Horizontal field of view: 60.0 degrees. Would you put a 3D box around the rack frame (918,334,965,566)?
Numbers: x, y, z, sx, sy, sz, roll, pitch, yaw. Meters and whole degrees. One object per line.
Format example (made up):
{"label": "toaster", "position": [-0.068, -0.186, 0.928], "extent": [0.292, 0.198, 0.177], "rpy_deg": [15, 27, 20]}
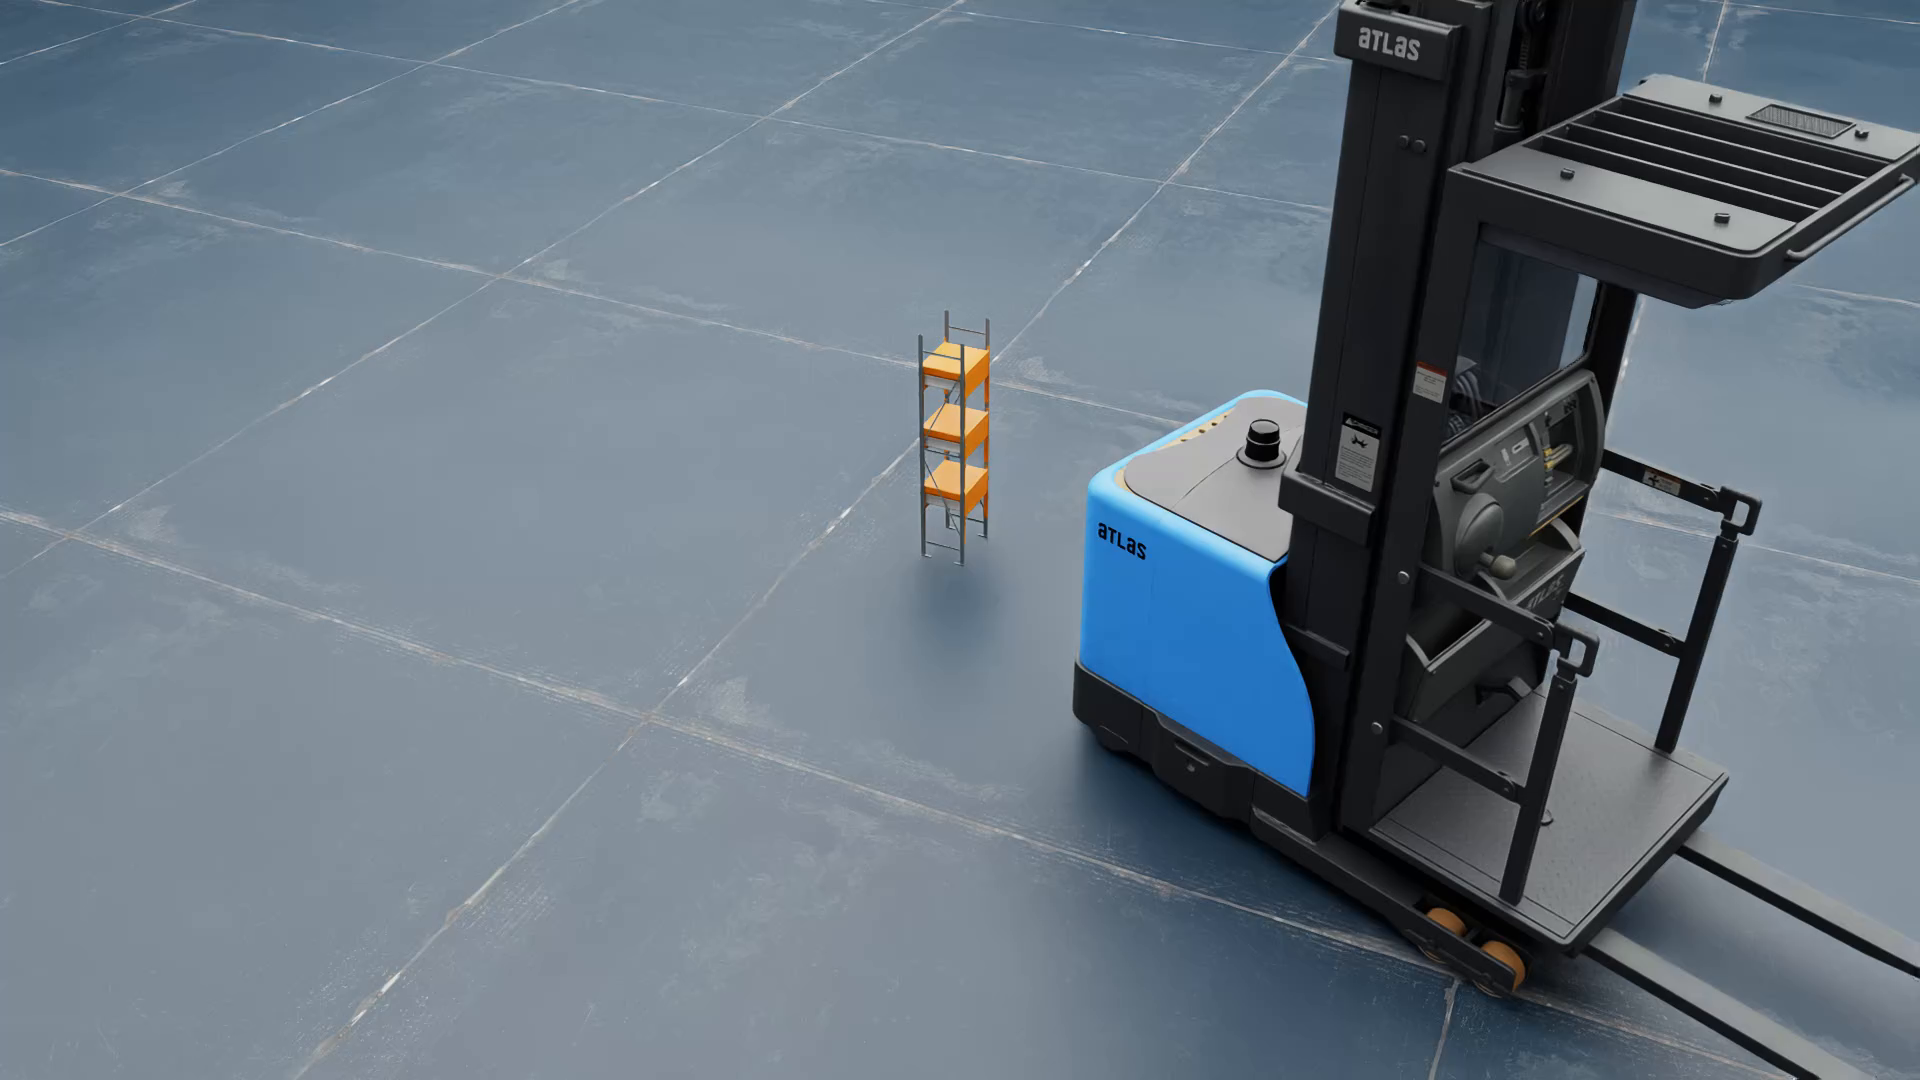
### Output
{"label": "rack frame", "position": [-0.073, -0.352, 6.829], "extent": [0.200, 1.050, 0.008], "rpy_deg": [14, 36, 20]}

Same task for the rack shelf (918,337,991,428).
{"label": "rack shelf", "position": [-0.022, -0.641, 6.772], "extent": [0.215, 0.259, 0.240], "rpy_deg": [14, 36, 20]}

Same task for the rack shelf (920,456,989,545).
{"label": "rack shelf", "position": [-0.022, -0.171, 7.080], "extent": [0.215, 0.259, 0.240], "rpy_deg": [14, 36, 20]}

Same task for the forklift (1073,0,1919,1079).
{"label": "forklift", "position": [1.806, -0.146, 4.799], "extent": [1.130, 2.935, 3.031], "rpy_deg": [-28, 43, -36]}

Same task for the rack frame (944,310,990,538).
{"label": "rack frame", "position": [0.029, -0.473, 7.014], "extent": [0.200, 1.050, 0.008], "rpy_deg": [14, 36, 20]}

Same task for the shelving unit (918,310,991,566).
{"label": "shelving unit", "position": [-0.022, -0.412, 6.921], "extent": [0.215, 1.050, 0.252], "rpy_deg": [14, 36, 20]}

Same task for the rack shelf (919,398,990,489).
{"label": "rack shelf", "position": [-0.022, -0.404, 6.927], "extent": [0.215, 0.259, 0.240], "rpy_deg": [14, 36, 20]}
